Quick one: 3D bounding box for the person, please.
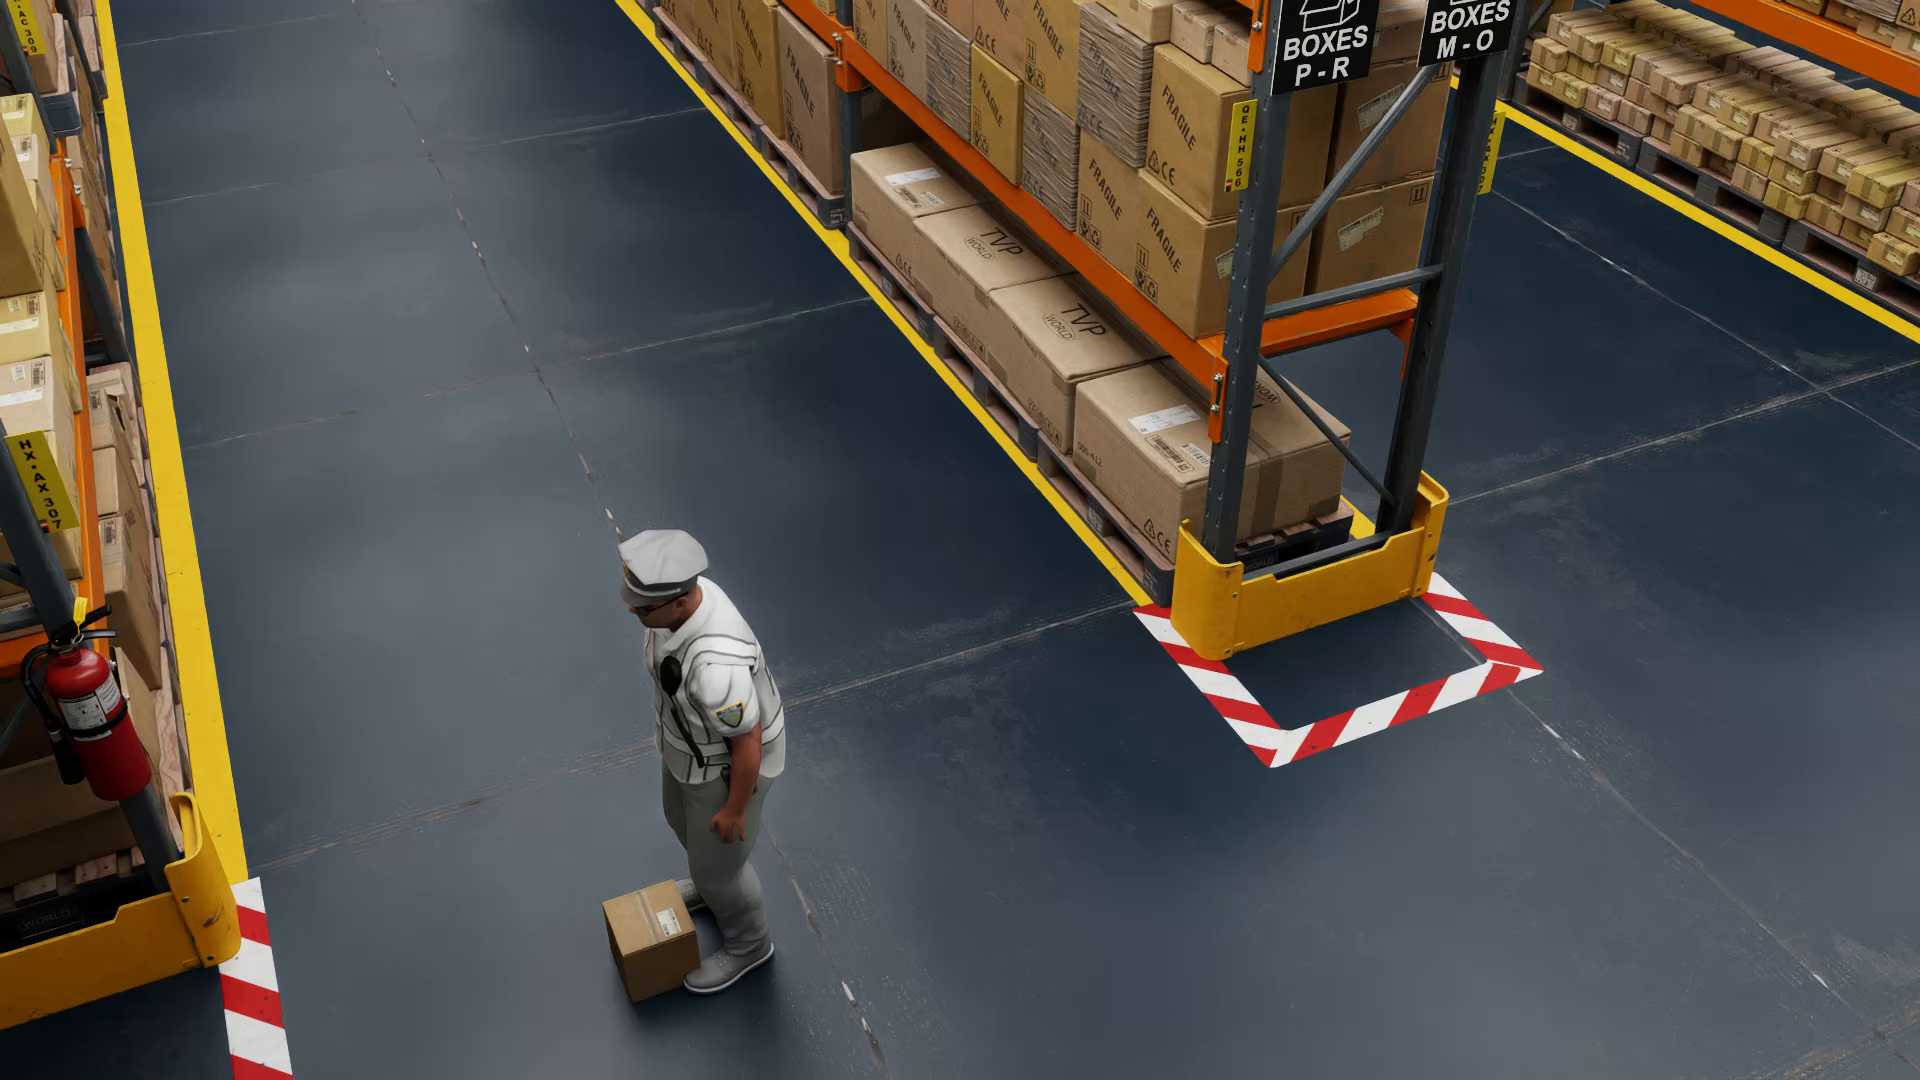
[{"bbox_3d":[-0.791,0.679,5.245,0.449,1.747,0.596,-18,41,-22],"label":"person"}]
